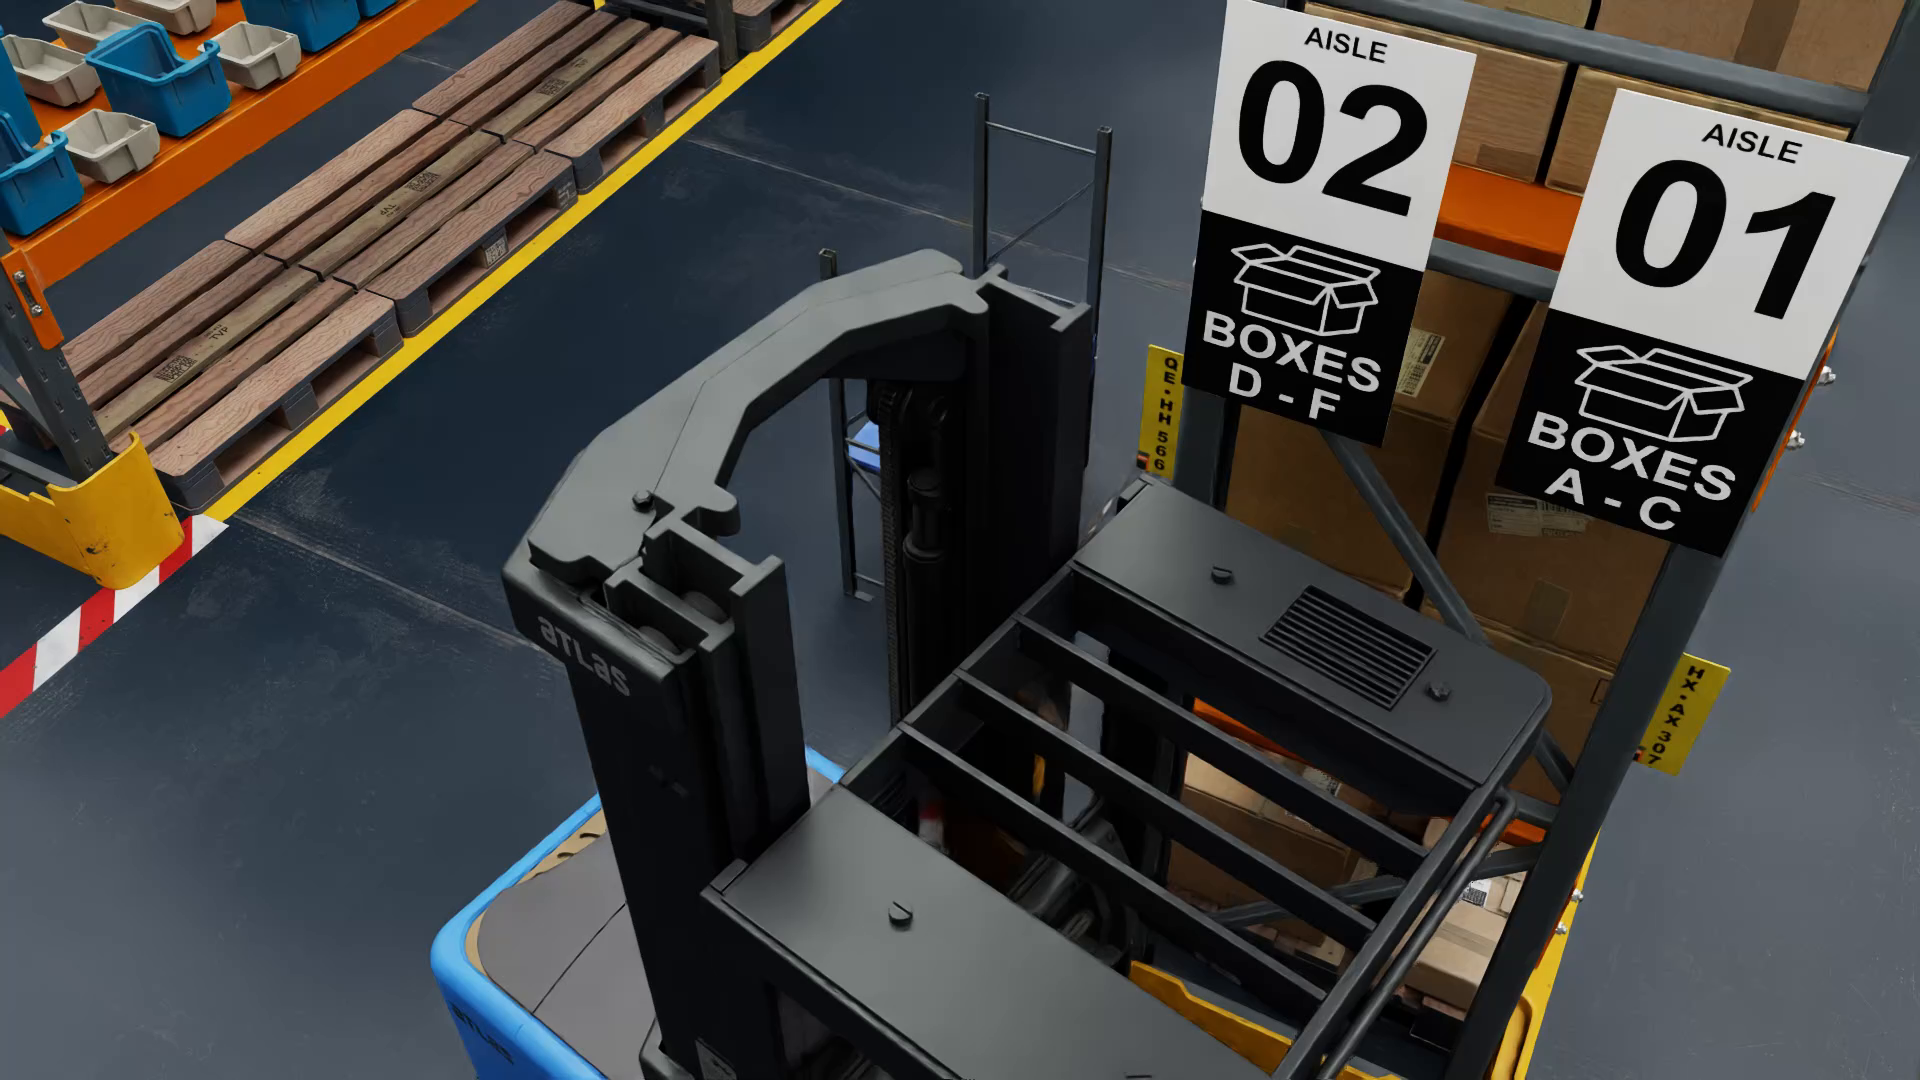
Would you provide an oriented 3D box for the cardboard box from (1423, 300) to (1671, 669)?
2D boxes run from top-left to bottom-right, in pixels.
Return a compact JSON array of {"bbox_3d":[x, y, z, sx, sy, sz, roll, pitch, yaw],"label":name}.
[{"bbox_3d":[1.337,-0.117,3.483,0.500,0.500,0.500,22,49,20],"label":"cardboard box"}]

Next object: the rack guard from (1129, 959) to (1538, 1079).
[{"bbox_3d":[0.933,1.293,4.620,1.175,0.500,0.348,20,49,19],"label":"rack guard"}]

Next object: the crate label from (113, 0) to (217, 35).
[{"bbox_3d":[-3.015,-2.039,6.299,0.396,0.136,0.243,20,49,19],"label":"crate label"}]

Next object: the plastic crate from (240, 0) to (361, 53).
[{"bbox_3d":[-2.471,-2.014,6.207,0.416,0.233,0.300,20,49,19],"label":"plastic crate"}]

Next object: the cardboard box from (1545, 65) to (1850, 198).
[{"bbox_3d":[1.361,-0.779,2.907,0.500,0.250,0.500,20,49,19],"label":"cardboard box"}]

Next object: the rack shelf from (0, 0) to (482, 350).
[{"bbox_3d":[-2.560,-2.182,6.804,1.077,0.370,4.000,20,49,19],"label":"rack shelf"}]

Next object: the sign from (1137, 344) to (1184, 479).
[{"bbox_3d":[0.415,-0.252,3.353,0.100,0.325,0.005,20,49,19],"label":"sign"}]

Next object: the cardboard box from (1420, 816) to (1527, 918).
[{"bbox_3d":[1.512,0.996,4.839,0.380,0.166,0.250,20,49,19],"label":"cardboard box"}]

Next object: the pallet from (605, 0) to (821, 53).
[{"bbox_3d":[-1.236,-3.187,9.252,1.003,0.211,1.213,20,49,19],"label":"pallet"}]

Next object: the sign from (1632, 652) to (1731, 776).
[{"bbox_3d":[1.378,0.337,3.199,0.100,0.325,0.005,20,49,19],"label":"sign"}]

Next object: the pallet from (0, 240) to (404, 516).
[{"bbox_3d":[-3.071,-0.702,6.795,1.003,0.211,1.213,20,49,19],"label":"pallet"}]

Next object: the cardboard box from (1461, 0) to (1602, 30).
[{"bbox_3d":[0.910,-1.123,2.896,0.500,0.250,0.500,20,49,19],"label":"cardboard box"}]

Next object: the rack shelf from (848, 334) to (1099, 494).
[{"bbox_3d":[0.040,-0.455,5.898,0.538,0.185,1.000,20,49,19],"label":"rack shelf"}]

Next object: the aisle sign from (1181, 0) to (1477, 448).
[{"bbox_3d":[0.594,-0.510,2.817,0.394,0.787,0.004,20,49,19],"label":"aisle sign"}]

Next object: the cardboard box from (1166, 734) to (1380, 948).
[{"bbox_3d":[0.932,0.763,4.835,0.500,0.500,0.500,20,49,19],"label":"cardboard box"}]

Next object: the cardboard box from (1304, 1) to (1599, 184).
[{"bbox_3d":[0.902,-0.950,3.076,0.500,0.250,0.500,20,49,19],"label":"cardboard box"}]

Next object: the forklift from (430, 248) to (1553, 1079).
[{"bbox_3d":[0.222,1.039,3.162,3.031,2.935,1.130,30,52,26],"label":"forklift"}]

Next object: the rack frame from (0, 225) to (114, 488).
[{"bbox_3d":[-3.488,-1.175,5.303,1.000,3.000,0.127,20,49,19],"label":"rack frame"}]

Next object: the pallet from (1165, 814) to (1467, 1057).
[{"bbox_3d":[1.302,0.892,5.220,1.003,0.211,1.213,20,49,19],"label":"pallet"}]

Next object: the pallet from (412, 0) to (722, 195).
[{"bbox_3d":[-1.938,-2.239,8.314,1.003,0.211,1.213,20,49,19],"label":"pallet"}]

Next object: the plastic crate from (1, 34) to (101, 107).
[{"bbox_3d":[-3.270,-1.677,5.942,0.396,0.136,0.243,20,49,19],"label":"plastic crate"}]

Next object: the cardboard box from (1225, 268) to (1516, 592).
[{"bbox_3d":[0.860,-0.295,3.660,0.500,0.500,0.500,20,49,19],"label":"cardboard box"}]

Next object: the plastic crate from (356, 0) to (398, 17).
[{"bbox_3d":[-2.332,-2.203,6.394,0.416,0.233,0.300,20,49,19],"label":"plastic crate"}]

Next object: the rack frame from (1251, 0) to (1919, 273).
[{"bbox_3d":[0.897,-1.646,1.550,1.000,3.000,0.127,20,49,19],"label":"rack frame"}]

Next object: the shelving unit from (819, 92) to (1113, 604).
[{"bbox_3d":[0.040,-0.581,5.770,0.538,1.500,1.048,20,49,19],"label":"shelving unit"}]

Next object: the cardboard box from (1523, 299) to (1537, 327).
[{"bbox_3d":[1.573,-0.449,3.811,0.500,0.500,0.500,21,49,19],"label":"cardboard box"}]

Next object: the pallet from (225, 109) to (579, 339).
[{"bbox_3d":[-2.504,-1.468,7.552,1.003,0.211,1.213,20,49,19],"label":"pallet"}]

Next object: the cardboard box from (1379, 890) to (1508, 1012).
[{"bbox_3d":[1.396,1.160,4.690,0.380,0.149,0.250,20,49,19],"label":"cardboard box"}]

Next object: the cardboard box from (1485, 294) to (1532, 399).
[{"bbox_3d":[1.094,-0.614,3.974,0.500,0.500,0.500,22,49,20],"label":"cardboard box"}]

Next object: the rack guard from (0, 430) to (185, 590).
[{"bbox_3d":[-3.488,-0.277,6.173,1.175,0.500,0.348,20,49,19],"label":"rack guard"}]

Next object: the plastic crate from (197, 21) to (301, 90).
[{"bbox_3d":[-2.545,-1.753,6.016,0.250,0.136,0.298,20,49,19],"label":"plastic crate"}]

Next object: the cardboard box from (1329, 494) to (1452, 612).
[{"bbox_3d":[0.864,0.055,4.016,0.500,0.500,0.500,22,49,20],"label":"cardboard box"}]

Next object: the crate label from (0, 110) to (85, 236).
[{"bbox_3d":[-3.082,-1.184,5.387,0.416,0.233,0.303,20,49,19],"label":"crate label"}]

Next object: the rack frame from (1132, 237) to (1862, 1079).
[{"bbox_3d":[0.897,0.462,3.684,1.000,3.000,0.127,20,49,19],"label":"rack frame"}]

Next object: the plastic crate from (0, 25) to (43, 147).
[{"bbox_3d":[-3.498,-1.481,5.538,0.616,0.435,0.499,20,49,19],"label":"plastic crate"}]

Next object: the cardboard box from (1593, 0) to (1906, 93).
[{"bbox_3d":[1.366,-0.953,2.728,0.500,0.250,0.500,20,49,19],"label":"cardboard box"}]

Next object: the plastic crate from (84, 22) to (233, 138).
[{"bbox_3d":[-2.776,-1.599,5.797,0.416,0.233,0.300,20,49,19],"label":"plastic crate"}]

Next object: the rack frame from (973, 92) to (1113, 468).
[{"bbox_3d":[0.276,-0.901,6.086,0.500,1.500,0.032,20,49,19],"label":"rack frame"}]

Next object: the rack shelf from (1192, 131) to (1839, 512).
[{"bbox_3d":[1.826,-1.599,4.118,1.077,0.370,4.000,20,49,19],"label":"rack shelf"}]

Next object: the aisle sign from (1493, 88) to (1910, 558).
[{"bbox_3d":[1.126,-0.311,2.621,0.394,0.787,0.004,20,49,19],"label":"aisle sign"}]

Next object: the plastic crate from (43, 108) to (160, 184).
[{"bbox_3d":[-2.860,-1.325,5.594,0.250,0.136,0.298,20,49,19],"label":"plastic crate"}]

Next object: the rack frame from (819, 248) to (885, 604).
[{"bbox_3d":[-0.196,-0.261,5.453,0.500,1.500,0.032,20,49,19],"label":"rack frame"}]

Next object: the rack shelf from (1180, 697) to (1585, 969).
[{"bbox_3d":[1.826,-0.545,5.185,1.077,0.370,4.000,20,49,19],"label":"rack shelf"}]

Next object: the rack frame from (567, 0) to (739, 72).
[{"bbox_3d":[-1.631,-3.695,7.793,1.000,3.000,0.127,20,49,19],"label":"rack frame"}]

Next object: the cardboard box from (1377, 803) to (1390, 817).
[{"bbox_3d":[1.199,0.654,5.177,0.380,0.166,0.250,20,49,19],"label":"cardboard box"}]

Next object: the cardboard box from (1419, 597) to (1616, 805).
[{"bbox_3d":[1.337,0.235,3.839,0.500,0.500,0.500,21,49,20],"label":"cardboard box"}]

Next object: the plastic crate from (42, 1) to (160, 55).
[{"bbox_3d":[-3.123,-1.855,6.118,0.396,0.136,0.243,20,49,19],"label":"plastic crate"}]

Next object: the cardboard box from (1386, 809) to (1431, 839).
[{"bbox_3d":[1.633,0.710,5.063,0.500,0.250,0.500,20,49,19],"label":"cardboard box"}]
